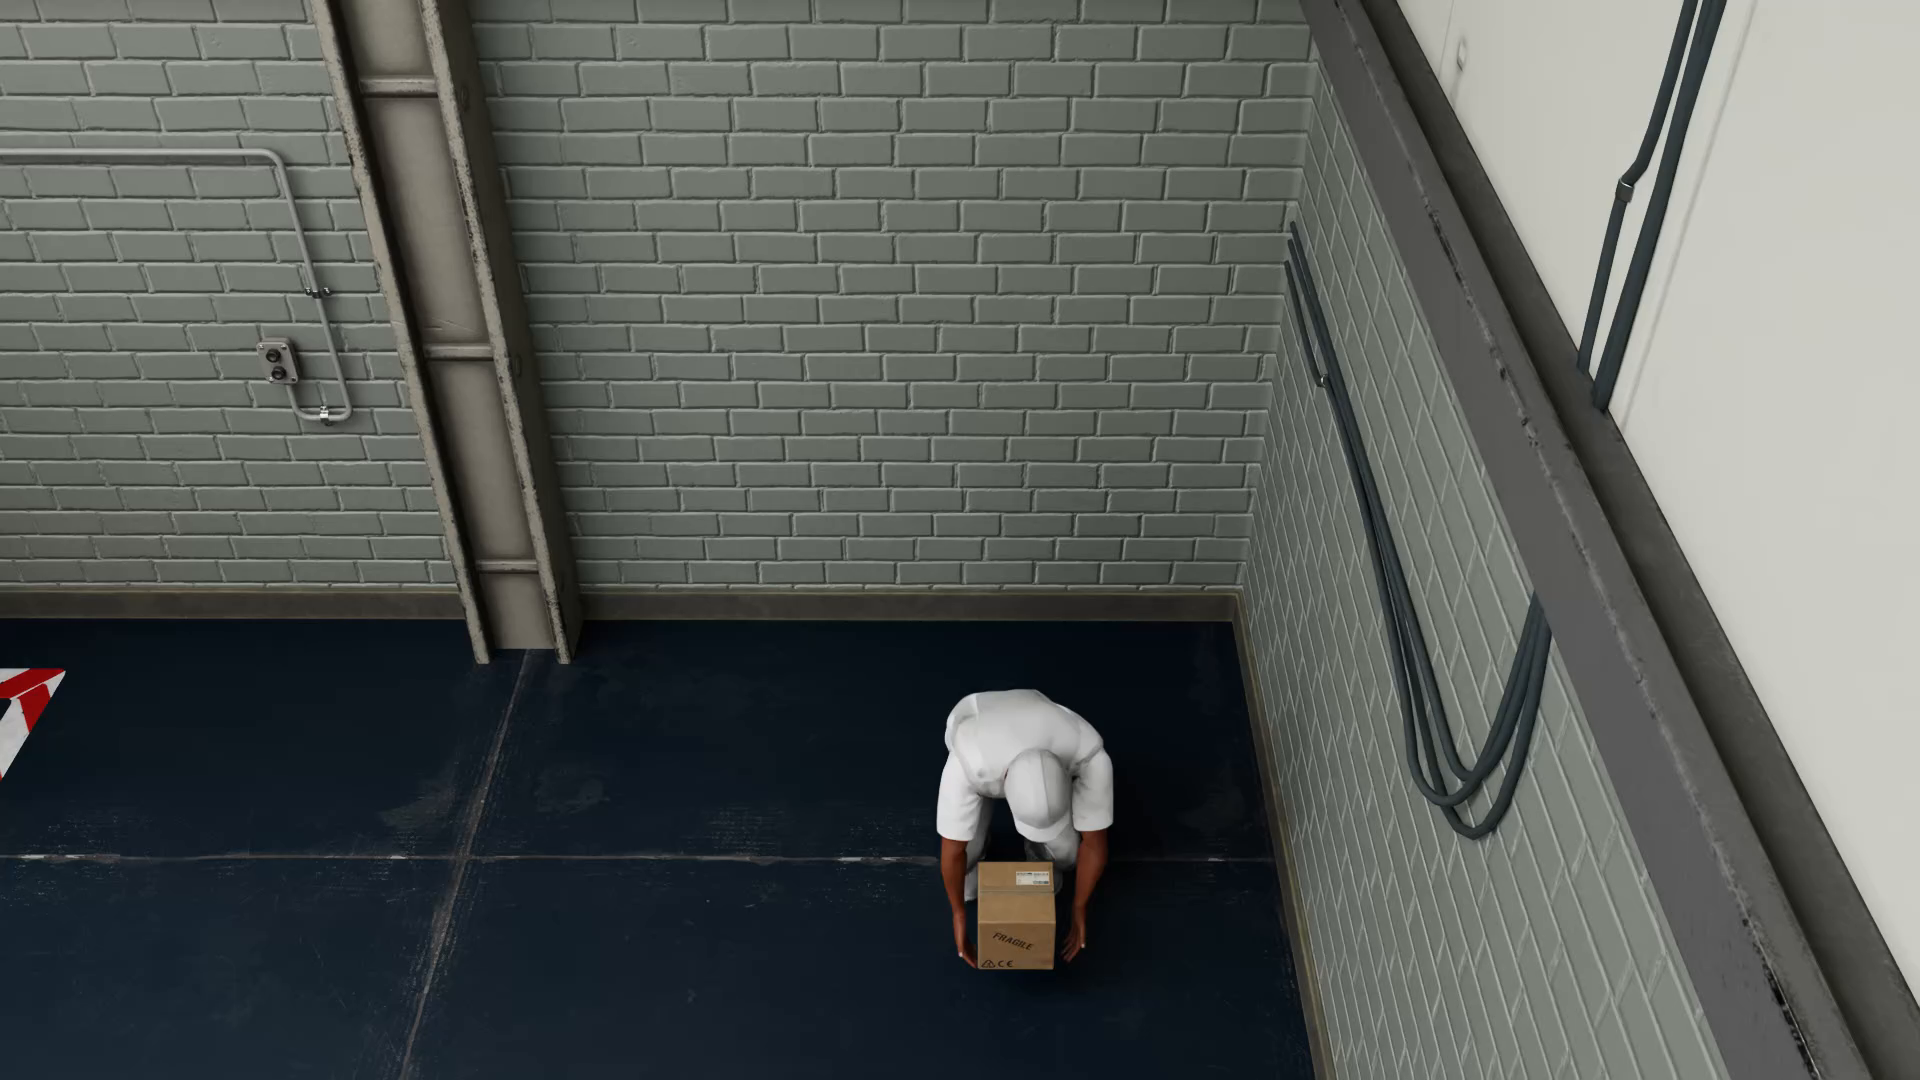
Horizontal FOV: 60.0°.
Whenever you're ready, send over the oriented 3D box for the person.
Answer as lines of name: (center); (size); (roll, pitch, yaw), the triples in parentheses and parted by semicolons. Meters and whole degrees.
person: (0.215, 0.882, 5.649); (0.583, 1.027, 0.886); (0, 39, 0)
